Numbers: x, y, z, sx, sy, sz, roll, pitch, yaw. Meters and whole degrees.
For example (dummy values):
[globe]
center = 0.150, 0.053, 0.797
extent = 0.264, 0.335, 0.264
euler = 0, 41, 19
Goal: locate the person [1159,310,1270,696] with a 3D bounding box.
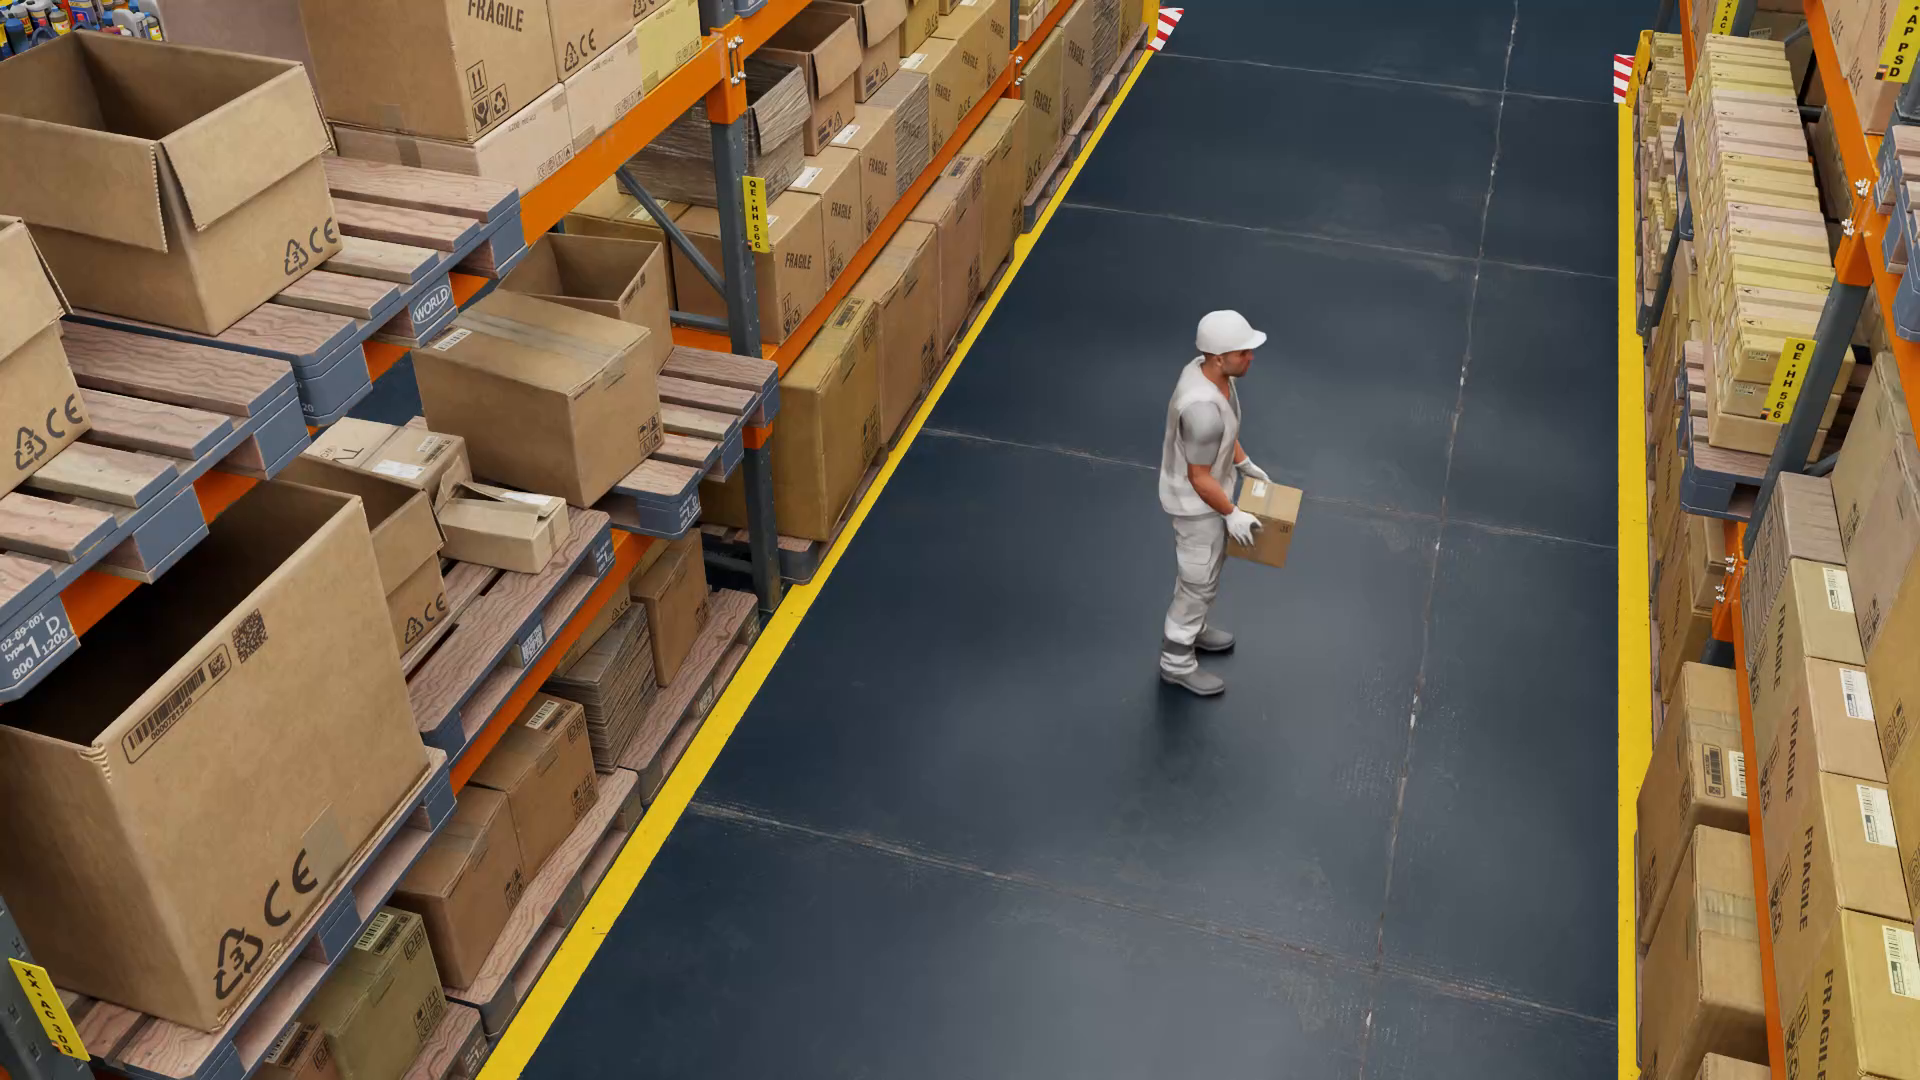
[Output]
[person]
center = 1.082, -0.175, 7.104
extent = 0.462, 1.792, 0.535
euler = 10, 38, 13
